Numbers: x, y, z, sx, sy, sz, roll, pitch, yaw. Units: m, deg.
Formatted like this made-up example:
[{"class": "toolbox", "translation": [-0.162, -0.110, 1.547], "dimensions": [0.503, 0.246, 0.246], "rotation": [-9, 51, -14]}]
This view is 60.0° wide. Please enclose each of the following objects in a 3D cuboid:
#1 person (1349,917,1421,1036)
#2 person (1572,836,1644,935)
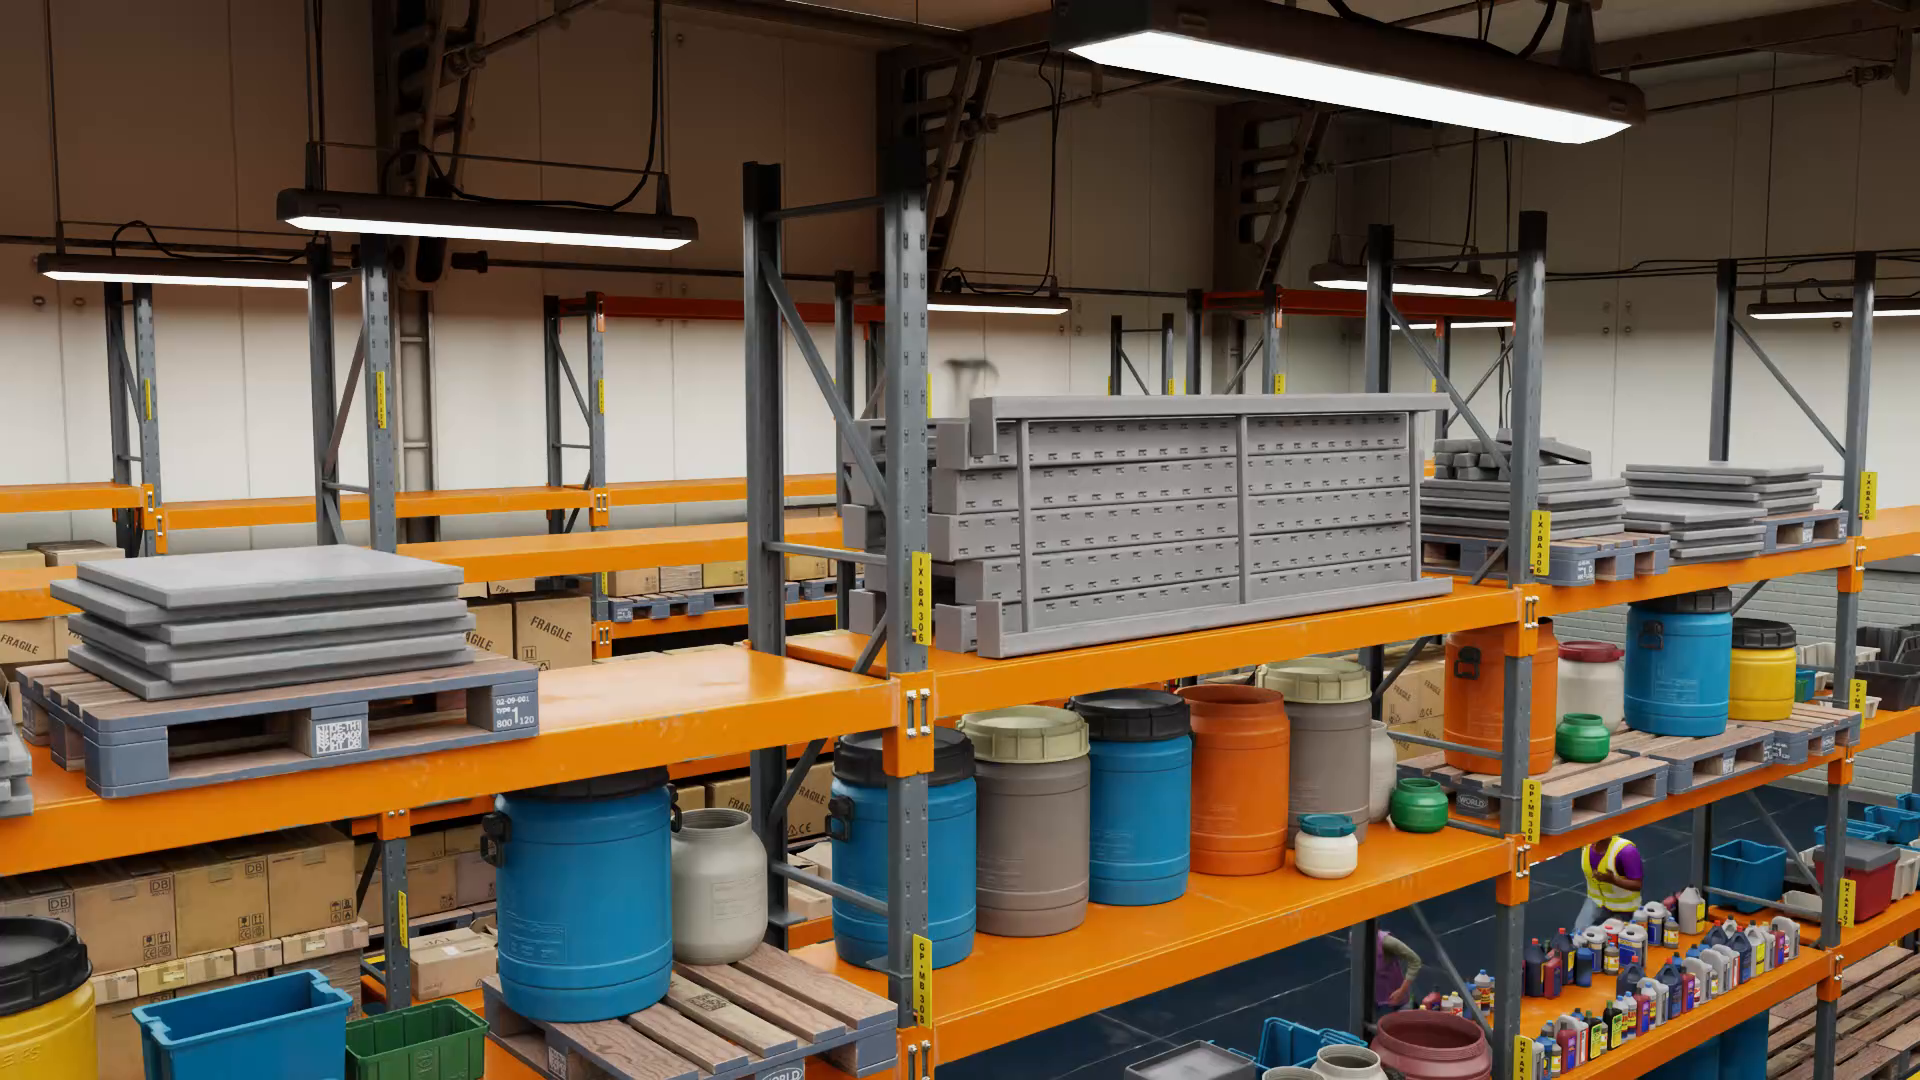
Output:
[{"class": "person", "translation": [3.076, 3.289, 11.827], "dimensions": [0.899, 1.549, 0.560], "rotation": [-5, 7, -41]}, {"class": "person", "translation": [5.318, 2.992, 13.617], "dimensions": [0.906, 1.697, 0.683], "rotation": [-5, 7, -39]}]
